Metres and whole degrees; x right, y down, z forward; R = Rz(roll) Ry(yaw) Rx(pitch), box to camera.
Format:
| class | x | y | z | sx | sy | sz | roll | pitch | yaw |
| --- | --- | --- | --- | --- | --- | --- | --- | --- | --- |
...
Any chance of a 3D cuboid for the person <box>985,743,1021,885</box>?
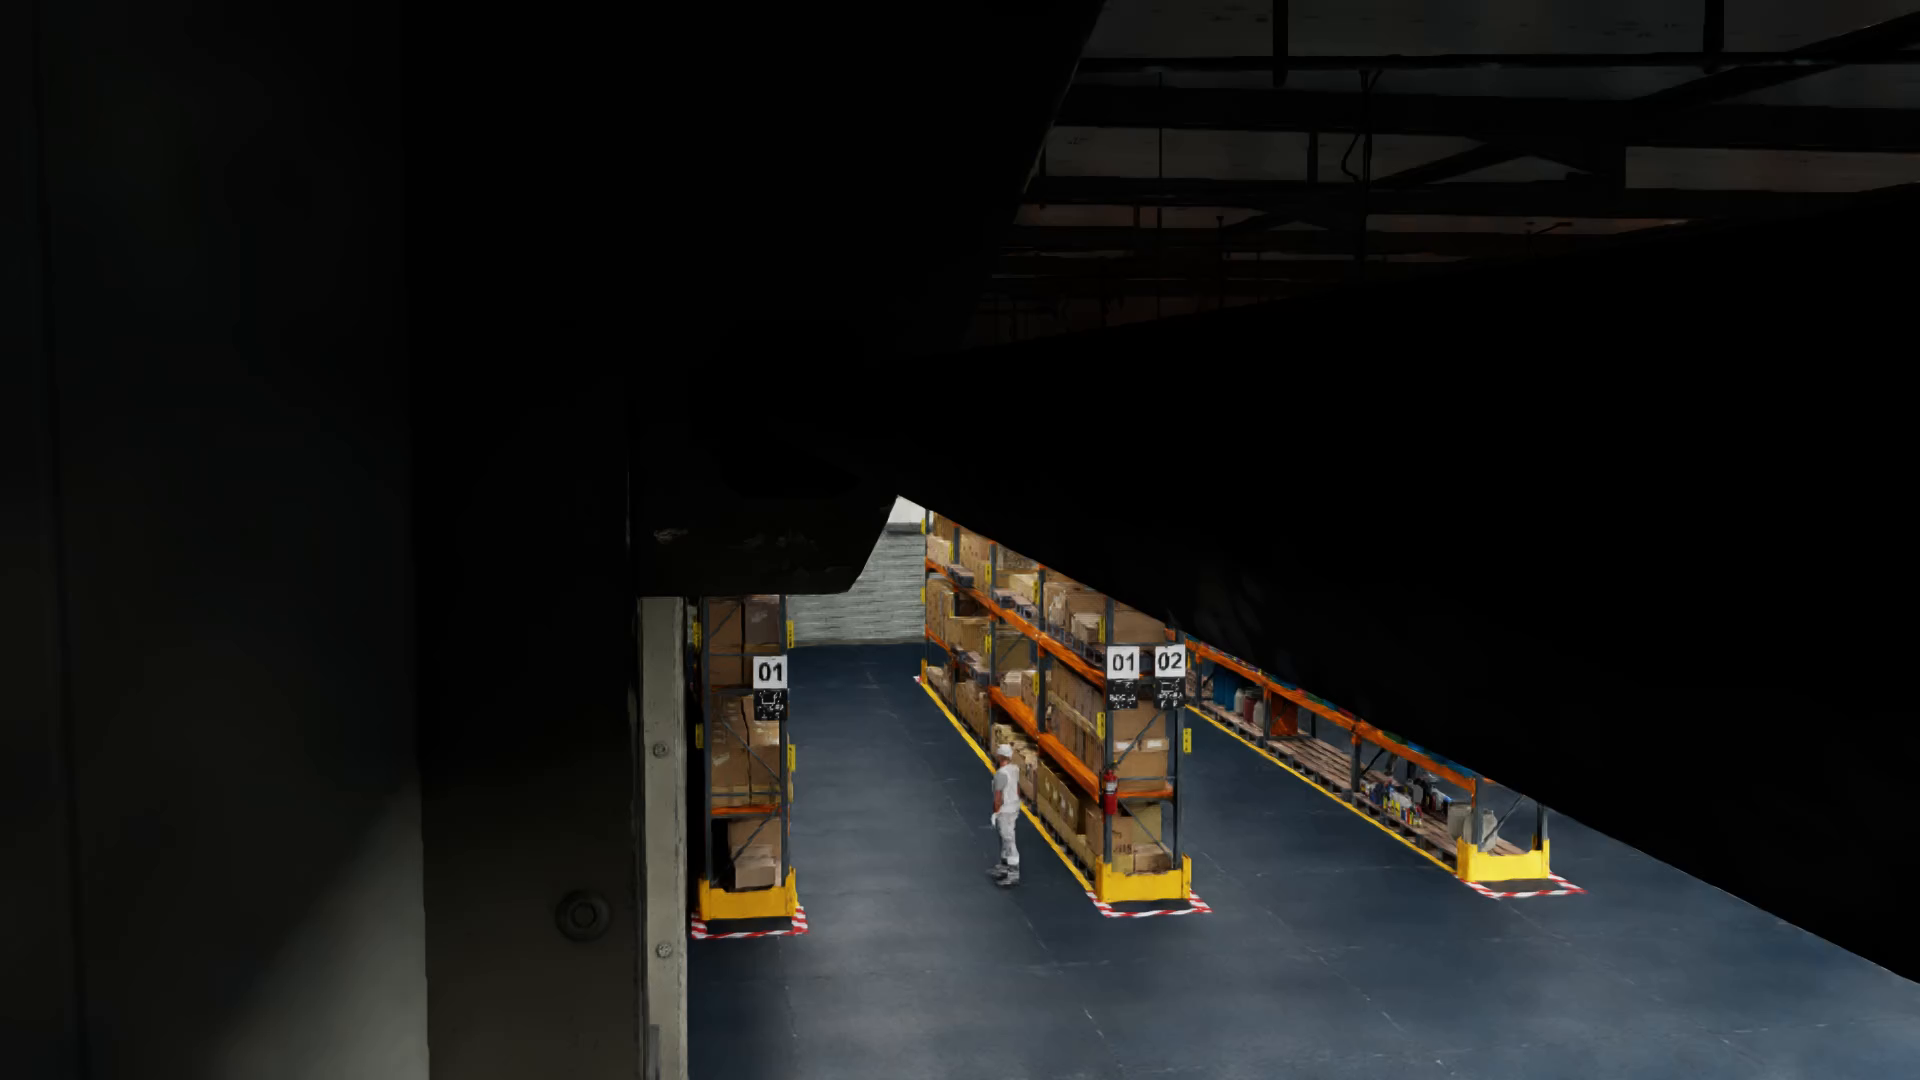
| class | x | y | z | sx | sy | sz | roll | pitch | yaw |
| --- | --- | --- | --- | --- | --- | --- | --- | --- | --- |
| person | 0.561 | 3.524 | 21.604 | 0.577 | 1.782 | 0.655 | 2 | 5 | 23 |

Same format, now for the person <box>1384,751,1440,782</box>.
| class | x | y | z | sx | sy | sz | roll | pitch | yaw |
| --- | --- | --- | --- | --- | --- | --- | --- | --- | --- |
| person | 7.315 | 3.086 | 27.021 | 0.691 | 1.722 | 0.777 | -3 | 6 | -30 |
